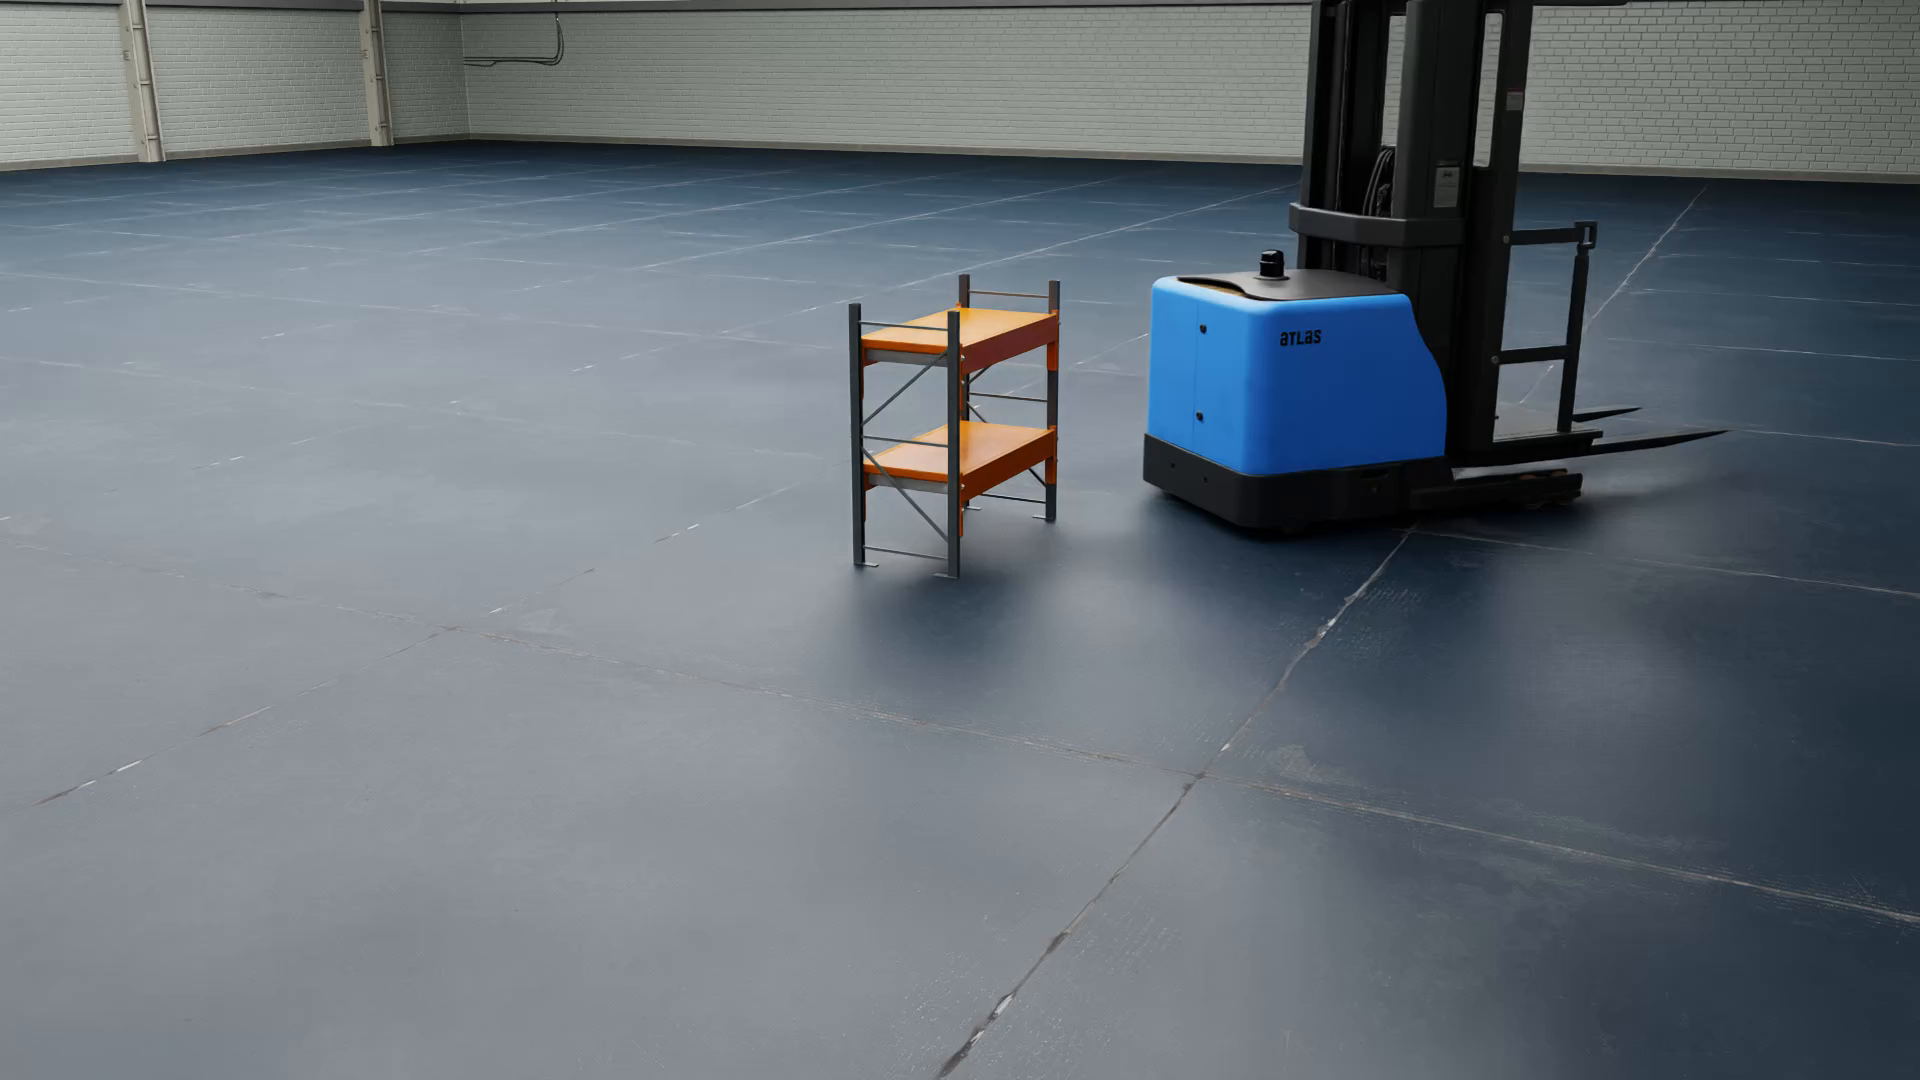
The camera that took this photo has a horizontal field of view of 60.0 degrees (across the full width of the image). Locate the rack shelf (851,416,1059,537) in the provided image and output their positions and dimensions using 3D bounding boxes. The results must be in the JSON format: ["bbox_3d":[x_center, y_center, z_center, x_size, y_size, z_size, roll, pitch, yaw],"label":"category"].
[{"bbox_3d":[-0.003,-0.303,7.428,0.538,0.278,1.000,8,18,25],"label":"rack shelf"}]

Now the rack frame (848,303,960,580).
[{"bbox_3d":[-0.230,-0.408,6.922,0.500,1.125,0.032,8,18,25],"label":"rack frame"}]

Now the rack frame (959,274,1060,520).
[{"bbox_3d":[0.224,-0.667,7.794,0.500,1.125,0.032,8,18,25],"label":"rack frame"}]

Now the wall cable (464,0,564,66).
[{"bbox_3d":[-10.478,-12.271,38.489,3.097,2.526,0.112,8,18,25],"label":"wall cable"}]

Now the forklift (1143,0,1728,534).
[{"bbox_3d":[2.478,-1.683,8.045,3.031,2.935,1.130,-7,18,-22],"label":"forklift"}]

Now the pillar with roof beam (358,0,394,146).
[{"bbox_3d":[-9.126,-12.630,34.243,9.100,9.000,0.400,8,18,25],"label":"pillar with roof beam"}]

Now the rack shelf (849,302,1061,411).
[{"bbox_3d":[-0.003,-0.818,7.275,0.538,0.278,1.000,8,18,25],"label":"rack shelf"}]

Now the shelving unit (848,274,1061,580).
[{"bbox_3d":[-0.003,-0.537,7.358,0.538,1.125,1.048,8,18,25],"label":"shelving unit"}]

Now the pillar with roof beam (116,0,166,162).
[{"bbox_3d":[-11.807,-11.102,29.097,9.100,9.000,0.400,8,18,25],"label":"pillar with roof beam"}]
